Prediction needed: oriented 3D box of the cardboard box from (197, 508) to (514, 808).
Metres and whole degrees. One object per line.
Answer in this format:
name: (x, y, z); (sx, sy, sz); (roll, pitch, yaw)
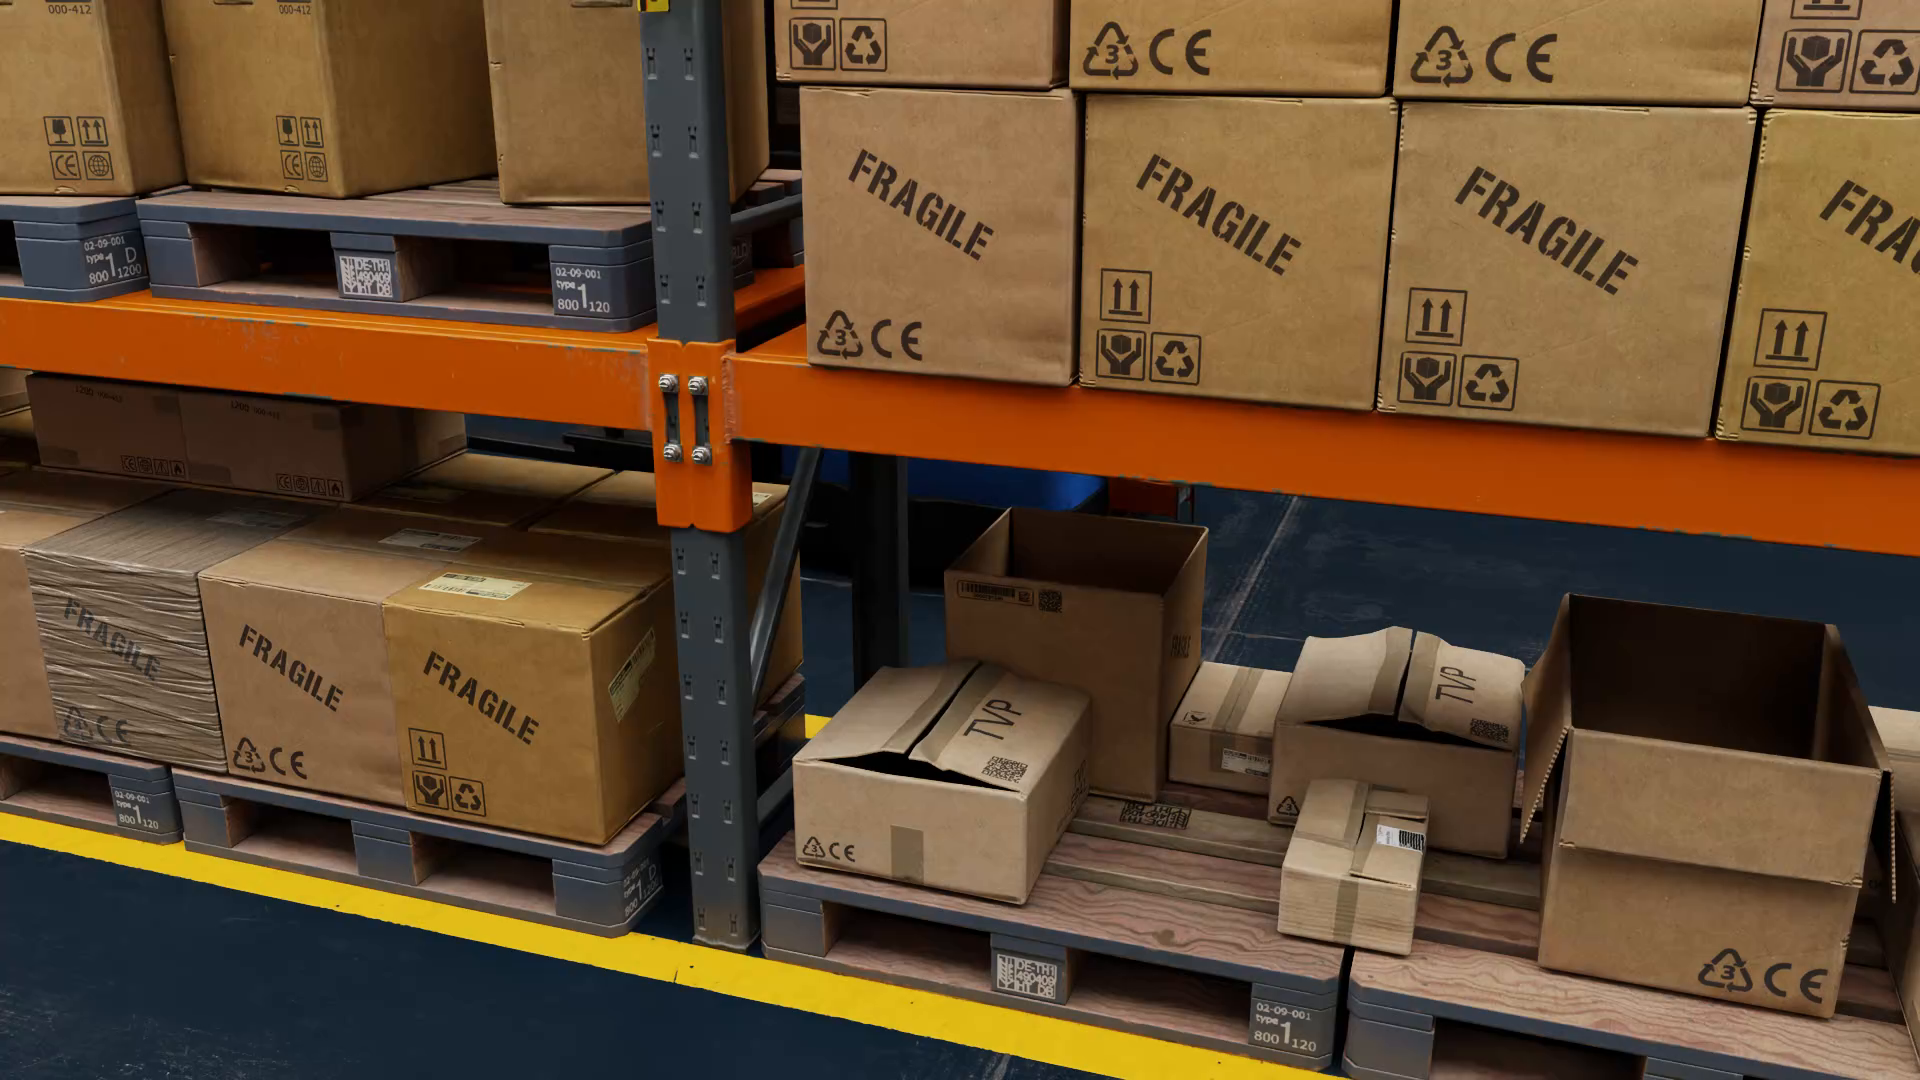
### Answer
cardboard box: (-1.376, 0.258, 3.909); (0.500, 0.500, 0.500); (7, 20, 18)

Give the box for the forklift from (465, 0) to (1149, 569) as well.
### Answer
forklift: (-0.807, -1.529, 6.009); (3.031, 2.935, 1.130); (9, 21, 24)

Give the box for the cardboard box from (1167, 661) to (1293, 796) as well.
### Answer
cardboard box: (0.654, 0.439, 3.922); (0.250, 0.149, 0.380); (7, 20, 18)

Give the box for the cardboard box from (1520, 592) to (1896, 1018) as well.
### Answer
cardboard box: (1.425, 0.478, 3.273); (0.637, 0.503, 0.797); (7, 20, 18)

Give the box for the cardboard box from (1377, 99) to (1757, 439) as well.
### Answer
cardboard box: (0.997, -0.493, 2.782); (0.500, 0.500, 0.500); (6, 20, 18)

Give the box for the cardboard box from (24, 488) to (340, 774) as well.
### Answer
cardboard box: (-1.850, 0.203, 4.065); (0.500, 0.500, 0.500); (7, 20, 19)

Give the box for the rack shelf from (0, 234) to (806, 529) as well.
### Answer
rack shelf: (-2.241, -0.571, 4.250); (4.000, 0.370, 1.077); (7, 20, 18)

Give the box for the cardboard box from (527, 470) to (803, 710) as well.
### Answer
cardboard box: (-0.729, 0.150, 4.218); (0.500, 0.500, 0.500); (6, 20, 16)

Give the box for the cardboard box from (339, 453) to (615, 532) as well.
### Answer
cardboard box: (-1.236, 0.096, 4.373); (0.500, 0.500, 0.500); (7, 20, 19)

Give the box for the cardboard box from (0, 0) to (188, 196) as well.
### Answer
cardboard box: (-2.041, -1.112, 3.919); (0.500, 0.500, 0.700); (1, 19, 4)

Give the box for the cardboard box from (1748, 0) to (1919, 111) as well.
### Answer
cardboard box: (1.462, -0.909, 2.455); (0.500, 0.500, 0.500); (7, 20, 20)

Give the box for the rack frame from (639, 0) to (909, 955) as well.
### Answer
rack frame: (-0.352, -0.695, 3.512); (0.127, 3.000, 1.000); (7, 20, 18)

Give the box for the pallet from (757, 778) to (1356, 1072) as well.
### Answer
pallet: (0.297, 0.697, 3.757); (1.213, 0.211, 1.003); (7, 20, 18)

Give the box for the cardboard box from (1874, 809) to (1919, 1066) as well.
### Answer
cardboard box: (1.945, 0.734, 2.922); (0.500, 0.250, 0.500); (7, 20, 18)

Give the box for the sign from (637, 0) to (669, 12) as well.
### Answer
sign: (-0.530, -1.068, 2.825); (0.005, 0.325, 0.100); (7, 20, 18)

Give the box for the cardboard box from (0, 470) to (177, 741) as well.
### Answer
cardboard box: (-2.331, 0.149, 4.220); (0.500, 0.500, 0.500); (6, 20, 16)

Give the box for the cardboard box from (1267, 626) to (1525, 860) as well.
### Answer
cardboard box: (0.988, 0.422, 3.726); (0.500, 0.311, 0.500); (7, 20, 18)

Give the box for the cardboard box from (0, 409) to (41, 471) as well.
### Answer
cardboard box: (-2.681, -0.070, 4.849); (0.500, 0.500, 0.500); (6, 20, 16)

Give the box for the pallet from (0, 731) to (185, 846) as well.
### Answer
pallet: (-2.289, 0.415, 4.566); (1.213, 0.211, 1.003); (7, 20, 18)

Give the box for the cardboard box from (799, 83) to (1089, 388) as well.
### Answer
cardboard box: (0.040, -0.602, 3.094); (0.500, 0.500, 0.500); (7, 20, 19)

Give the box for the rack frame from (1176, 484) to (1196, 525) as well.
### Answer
rack frame: (0.768, -0.377, 5.561); (0.008, 1.050, 0.200); (9, 21, 24)

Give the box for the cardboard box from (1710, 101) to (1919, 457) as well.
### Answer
cardboard box: (1.478, -0.439, 2.625); (0.500, 0.500, 0.500); (6, 20, 17)

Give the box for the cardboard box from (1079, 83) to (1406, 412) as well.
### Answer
cardboard box: (0.525, -0.548, 2.939); (0.500, 0.500, 0.500); (7, 20, 19)

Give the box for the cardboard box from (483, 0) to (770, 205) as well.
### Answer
cardboard box: (-0.726, -1.061, 3.773); (0.500, 0.500, 0.700); (0, 19, 0)

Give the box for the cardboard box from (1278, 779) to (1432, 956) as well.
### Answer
cardboard box: (0.794, 0.638, 3.324); (0.250, 0.166, 0.380); (7, 20, 18)

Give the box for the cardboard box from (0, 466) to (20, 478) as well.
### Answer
cardboard box: (-2.825, 0.094, 4.377); (0.500, 0.500, 0.500); (6, 20, 17)

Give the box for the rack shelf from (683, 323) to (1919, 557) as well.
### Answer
rack shelf: (1.538, -0.139, 3.010); (4.000, 0.370, 1.077); (7, 20, 18)

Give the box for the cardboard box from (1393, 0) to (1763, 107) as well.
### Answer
cardboard box: (0.974, -0.964, 2.615); (0.500, 0.500, 0.500); (6, 20, 16)

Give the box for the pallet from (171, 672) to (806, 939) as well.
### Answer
pallet: (-1.132, 0.546, 4.189); (1.213, 0.211, 1.003); (7, 20, 18)

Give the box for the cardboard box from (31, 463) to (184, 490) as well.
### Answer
cardboard box: (-2.183, -0.015, 4.692); (0.500, 0.500, 0.500); (6, 20, 16)

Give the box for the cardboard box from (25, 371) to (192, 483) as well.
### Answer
cardboard box: (-2.147, -0.366, 4.560); (0.500, 0.250, 0.500); (6, 20, 17)

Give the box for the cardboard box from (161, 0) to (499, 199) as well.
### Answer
cardboard box: (-1.396, -1.115, 3.929); (0.500, 0.500, 0.700); (10, 22, 27)

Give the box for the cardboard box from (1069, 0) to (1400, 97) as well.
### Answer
cardboard box: (0.489, -1.020, 2.774); (0.500, 0.500, 0.500); (6, 20, 16)

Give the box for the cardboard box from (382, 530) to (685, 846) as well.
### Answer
cardboard box: (-0.912, 0.314, 3.748); (0.500, 0.500, 0.500); (6, 20, 18)

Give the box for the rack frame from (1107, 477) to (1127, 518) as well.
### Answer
rack frame: (0.547, -0.411, 5.660); (0.008, 1.050, 0.200); (9, 21, 24)

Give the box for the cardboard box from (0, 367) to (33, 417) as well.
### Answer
cardboard box: (-3.115, -0.475, 4.873); (0.500, 0.250, 0.500); (7, 21, 20)

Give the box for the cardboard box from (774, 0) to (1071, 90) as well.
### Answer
cardboard box: (0.001, -1.076, 2.934); (0.500, 0.500, 0.500); (7, 20, 19)

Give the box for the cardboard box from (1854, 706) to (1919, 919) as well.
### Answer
cardboard box: (2.062, 0.573, 3.384); (0.500, 0.250, 0.500); (7, 20, 18)

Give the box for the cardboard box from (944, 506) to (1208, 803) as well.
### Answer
cardboard box: (0.280, 0.251, 3.927); (0.500, 0.500, 0.500); (7, 20, 18)

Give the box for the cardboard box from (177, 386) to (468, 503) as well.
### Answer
cardboard box: (-1.673, -0.312, 4.405); (0.500, 0.250, 0.500); (7, 20, 18)

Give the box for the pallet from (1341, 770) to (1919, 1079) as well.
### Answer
pallet: (1.453, 0.828, 3.381); (1.213, 0.211, 1.003); (7, 20, 18)

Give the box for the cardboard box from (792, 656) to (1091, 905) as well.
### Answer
cardboard box: (-0.026, 0.480, 3.559); (0.500, 0.311, 0.500); (7, 20, 18)

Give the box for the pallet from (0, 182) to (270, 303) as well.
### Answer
pallet: (-2.292, -0.827, 4.184); (1.213, 0.211, 1.003); (7, 20, 18)

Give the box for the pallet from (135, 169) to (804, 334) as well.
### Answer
pallet: (-1.071, -0.724, 3.888); (1.213, 0.211, 1.003); (7, 20, 18)

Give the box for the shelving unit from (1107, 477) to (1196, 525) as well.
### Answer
shelving unit: (0.657, -0.394, 5.610); (0.252, 1.050, 0.215); (9, 21, 24)

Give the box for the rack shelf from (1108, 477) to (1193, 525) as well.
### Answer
rack shelf: (0.657, -0.121, 5.705); (0.240, 0.259, 0.215); (9, 21, 24)

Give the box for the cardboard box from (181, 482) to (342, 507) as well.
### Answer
cardboard box: (-1.706, 0.039, 4.535); (0.500, 0.500, 0.500); (7, 20, 19)
